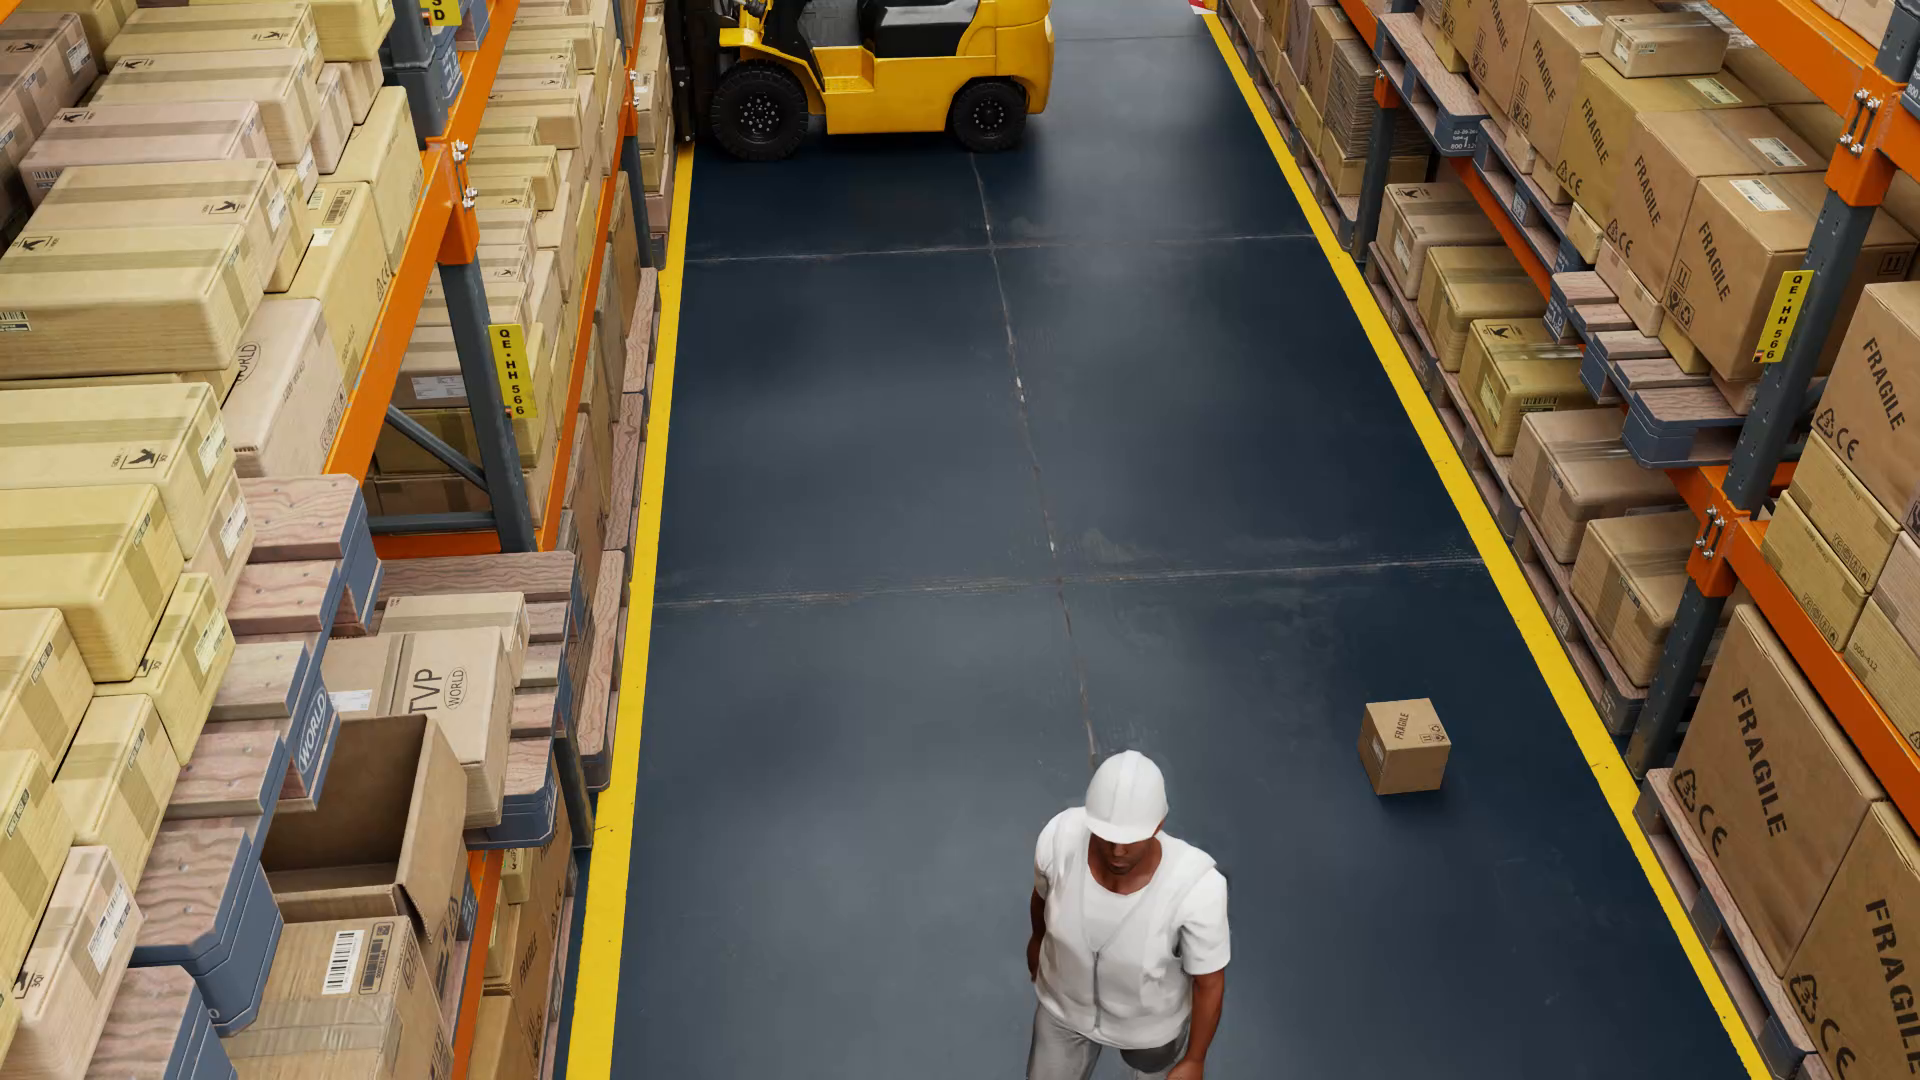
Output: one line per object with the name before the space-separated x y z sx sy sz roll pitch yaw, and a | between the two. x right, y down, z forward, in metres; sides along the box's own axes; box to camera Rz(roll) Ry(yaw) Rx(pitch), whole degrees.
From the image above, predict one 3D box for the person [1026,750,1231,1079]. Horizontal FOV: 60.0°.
person | 0.414 1.276 4.566 0.604 1.718 1.081 13 41 16
